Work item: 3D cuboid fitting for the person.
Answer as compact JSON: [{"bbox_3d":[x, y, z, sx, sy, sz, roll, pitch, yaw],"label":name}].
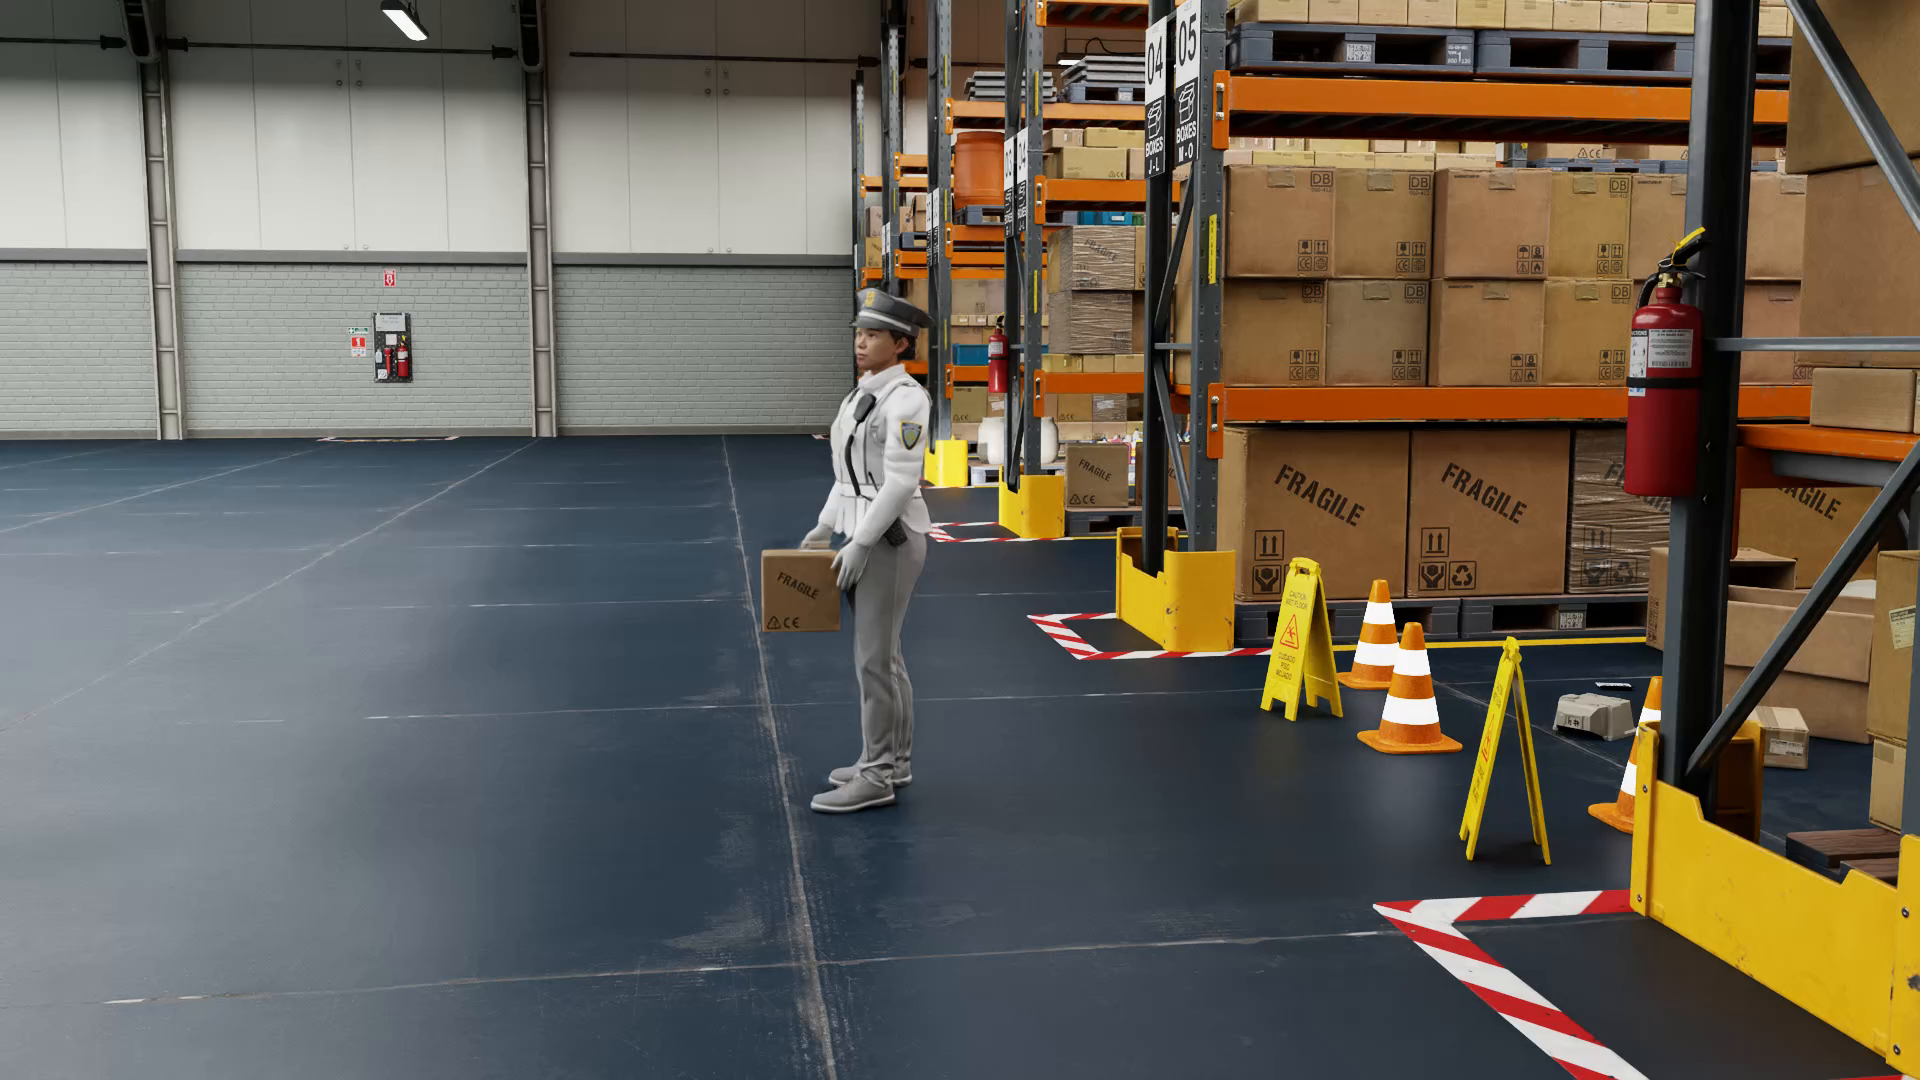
[{"bbox_3d":[-0.307,0.027,5.459,0.440,1.689,0.504,-2,7,-20],"label":"person"}]
